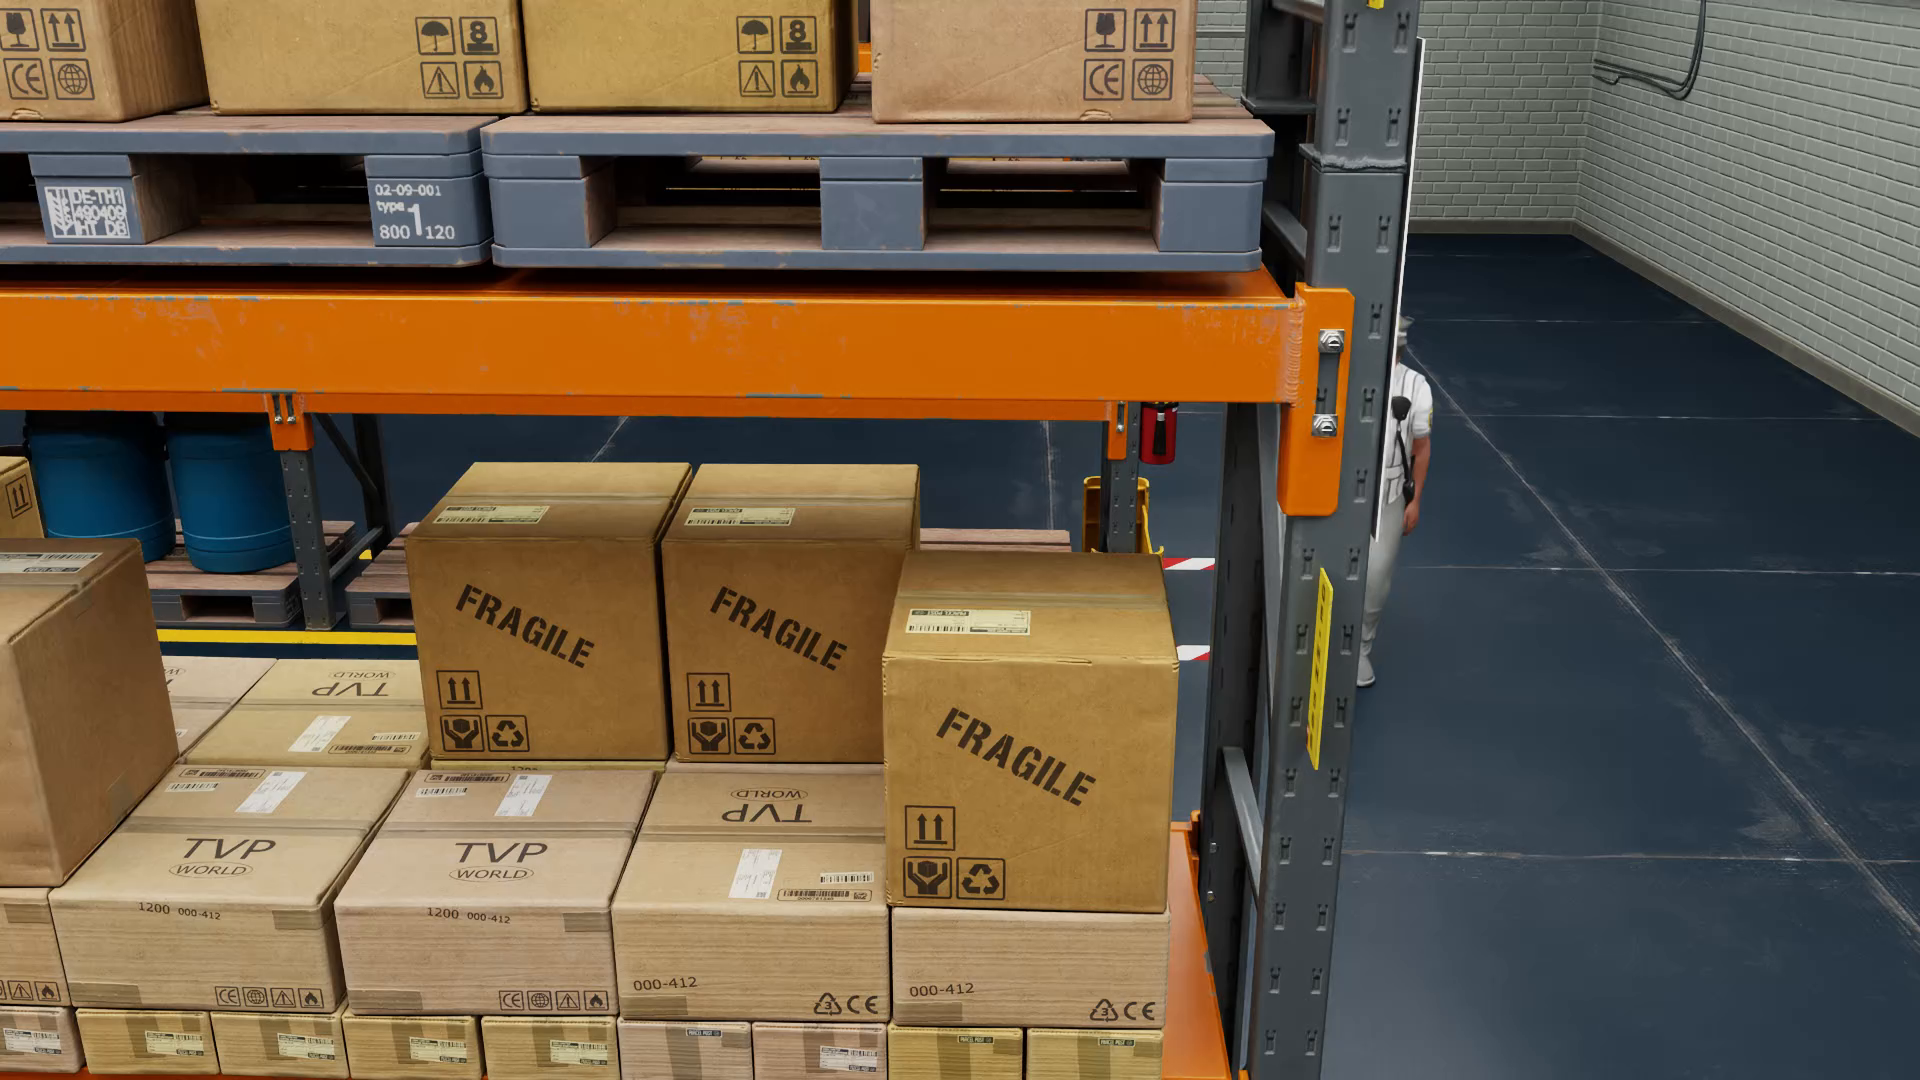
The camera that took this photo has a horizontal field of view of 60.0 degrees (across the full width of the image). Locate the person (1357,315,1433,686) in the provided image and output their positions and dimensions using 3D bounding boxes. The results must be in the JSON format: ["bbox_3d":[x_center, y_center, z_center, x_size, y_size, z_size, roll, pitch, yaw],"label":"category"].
[{"bbox_3d":[1.854,-0.235,7.691,0.584,1.742,0.584,8,22,20],"label":"person"}]
